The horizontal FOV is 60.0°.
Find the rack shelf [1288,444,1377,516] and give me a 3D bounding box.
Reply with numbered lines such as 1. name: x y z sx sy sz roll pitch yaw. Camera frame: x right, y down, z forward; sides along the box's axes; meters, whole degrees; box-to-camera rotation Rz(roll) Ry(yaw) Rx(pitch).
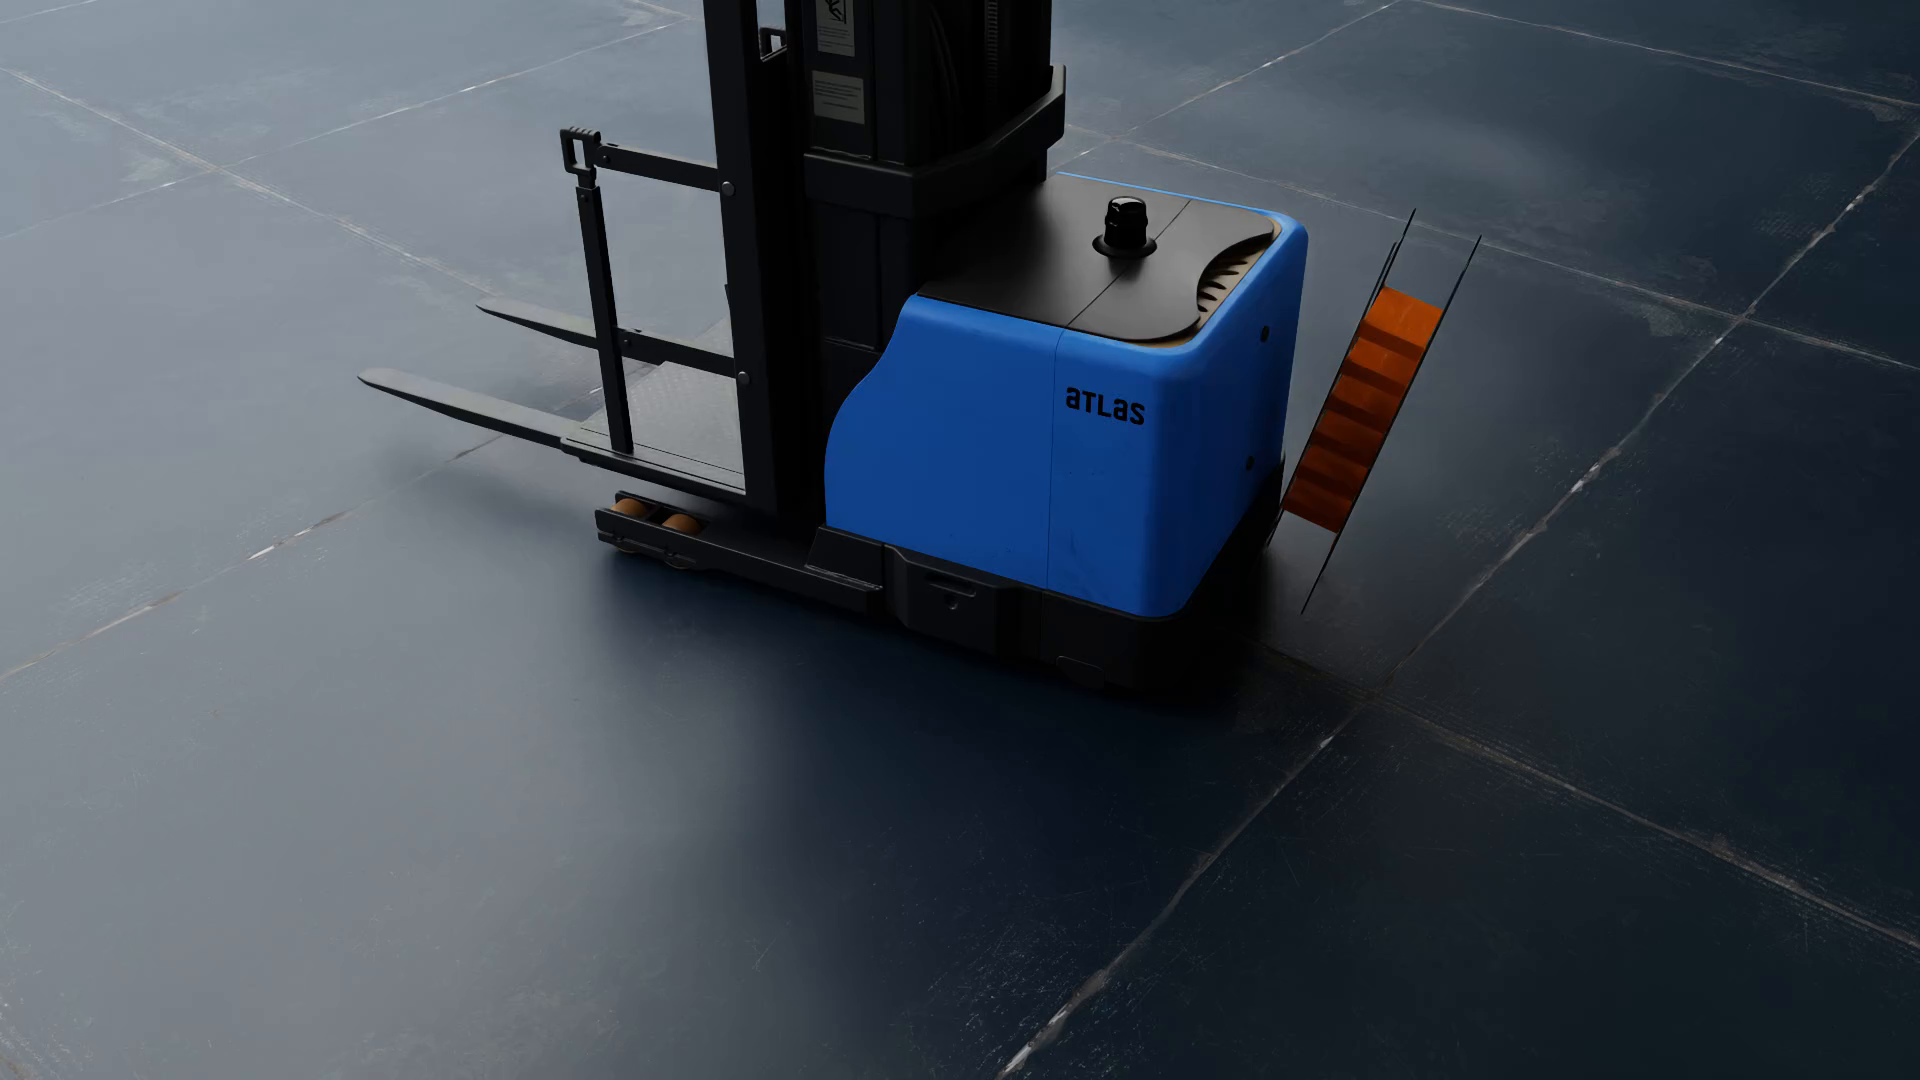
1. rack shelf: 1.073 -0.205 4.761 0.180 0.103 0.258 26 40 12

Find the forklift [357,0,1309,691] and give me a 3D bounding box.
1. forklift: -0.557 -1.367 4.652 3.031 2.935 1.130 16 38 22

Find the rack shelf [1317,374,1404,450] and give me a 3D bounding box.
1. rack shelf: 1.123 -0.384 4.609 0.180 0.103 0.258 26 40 12

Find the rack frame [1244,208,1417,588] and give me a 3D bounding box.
1. rack frame: 1.026 -0.367 4.676 0.006 1.200 0.240 26 40 12

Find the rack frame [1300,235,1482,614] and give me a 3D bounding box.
1. rack frame: 1.187 -0.289 4.638 0.006 1.200 0.240 26 40 12

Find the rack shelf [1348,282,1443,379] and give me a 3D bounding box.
1. rack shelf: 1.173 -0.563 4.457 0.180 0.103 0.258 26 40 12

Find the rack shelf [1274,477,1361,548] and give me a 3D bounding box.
1. rack shelf: 1.047 -0.116 4.837 0.180 0.103 0.258 26 40 12

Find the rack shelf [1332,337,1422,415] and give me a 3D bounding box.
1. rack shelf: 1.148 -0.474 4.533 0.180 0.103 0.258 26 40 12

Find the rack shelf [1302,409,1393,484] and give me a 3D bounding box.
1. rack shelf: 1.098 -0.295 4.685 0.180 0.103 0.258 26 40 12

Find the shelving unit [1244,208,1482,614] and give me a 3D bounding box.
1. shelving unit: 1.107 -0.328 4.657 0.189 1.200 0.258 26 40 12
